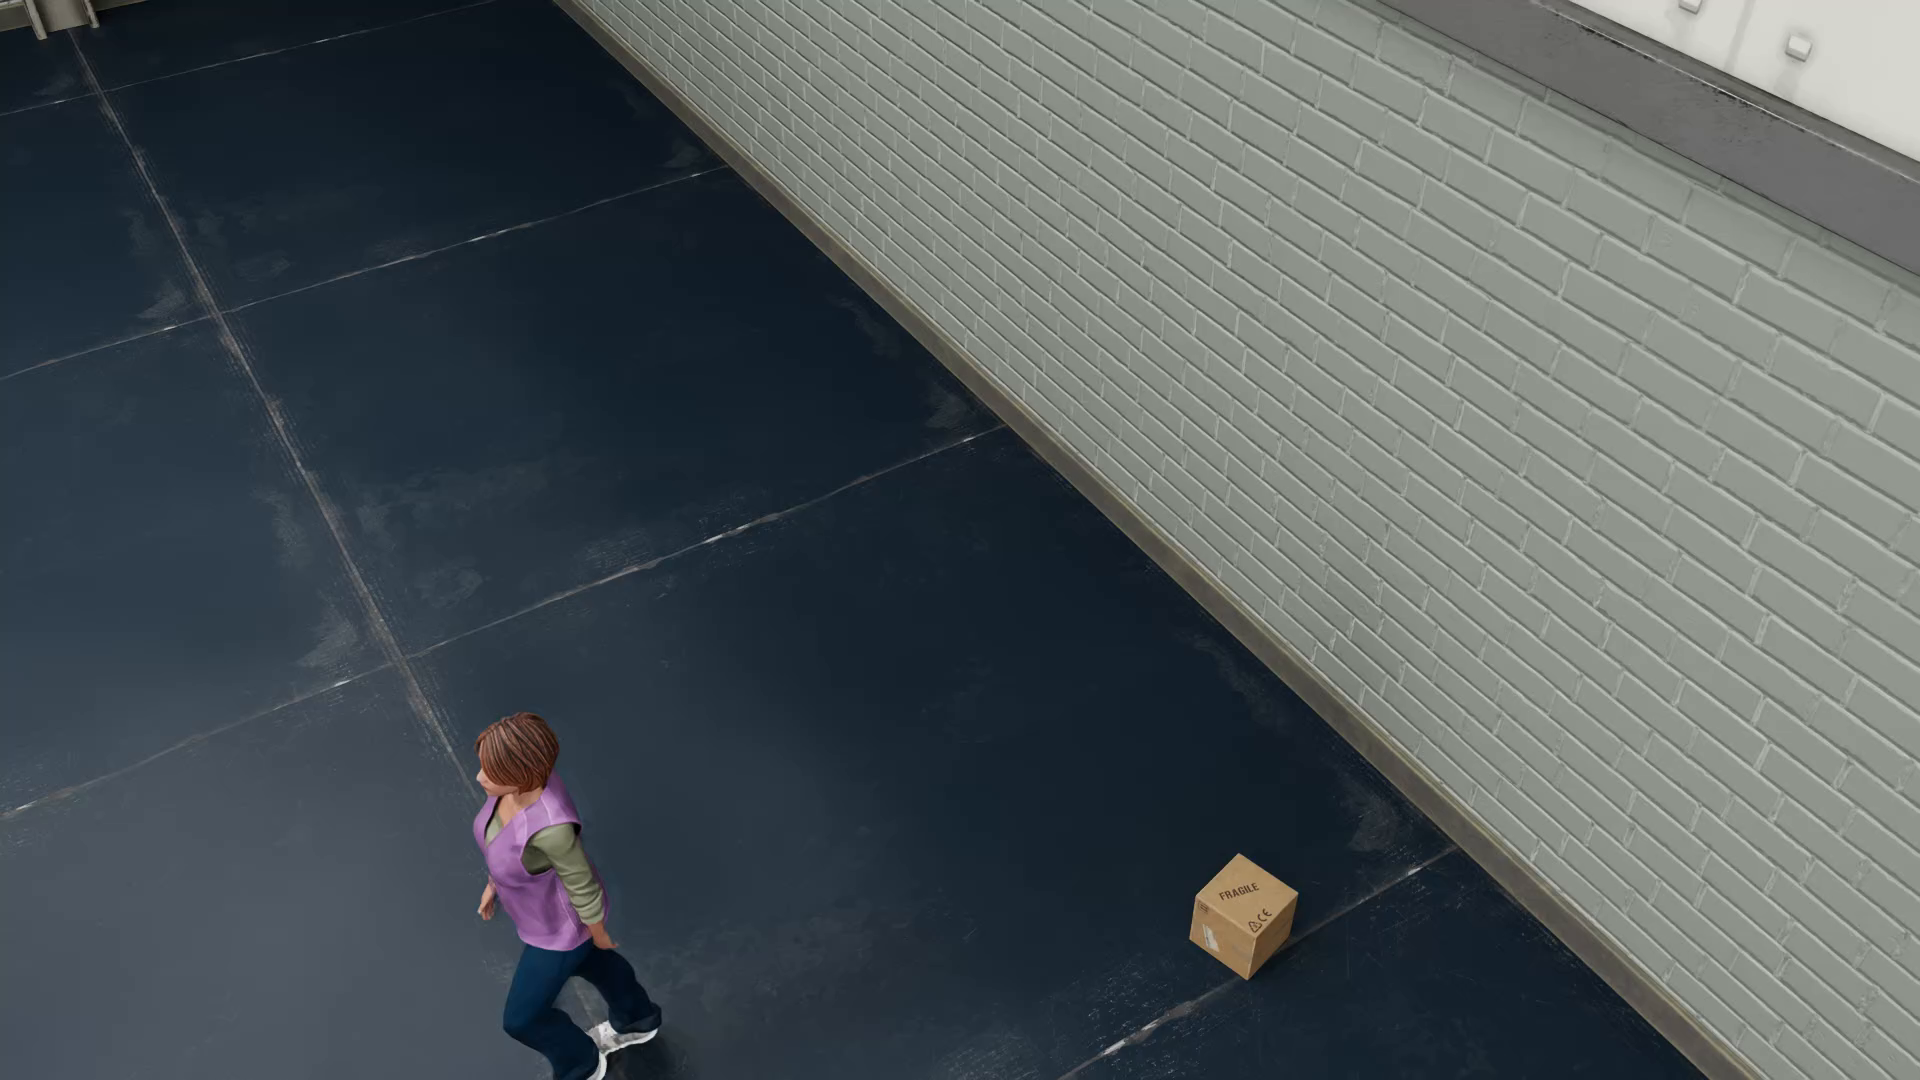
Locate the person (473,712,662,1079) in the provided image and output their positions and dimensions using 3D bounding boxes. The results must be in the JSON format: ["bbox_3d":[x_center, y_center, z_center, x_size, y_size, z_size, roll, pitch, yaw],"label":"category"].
[{"bbox_3d":[-1.194,1.103,4.912,0.482,1.635,0.405,-19,45,-20],"label":"person"}]
